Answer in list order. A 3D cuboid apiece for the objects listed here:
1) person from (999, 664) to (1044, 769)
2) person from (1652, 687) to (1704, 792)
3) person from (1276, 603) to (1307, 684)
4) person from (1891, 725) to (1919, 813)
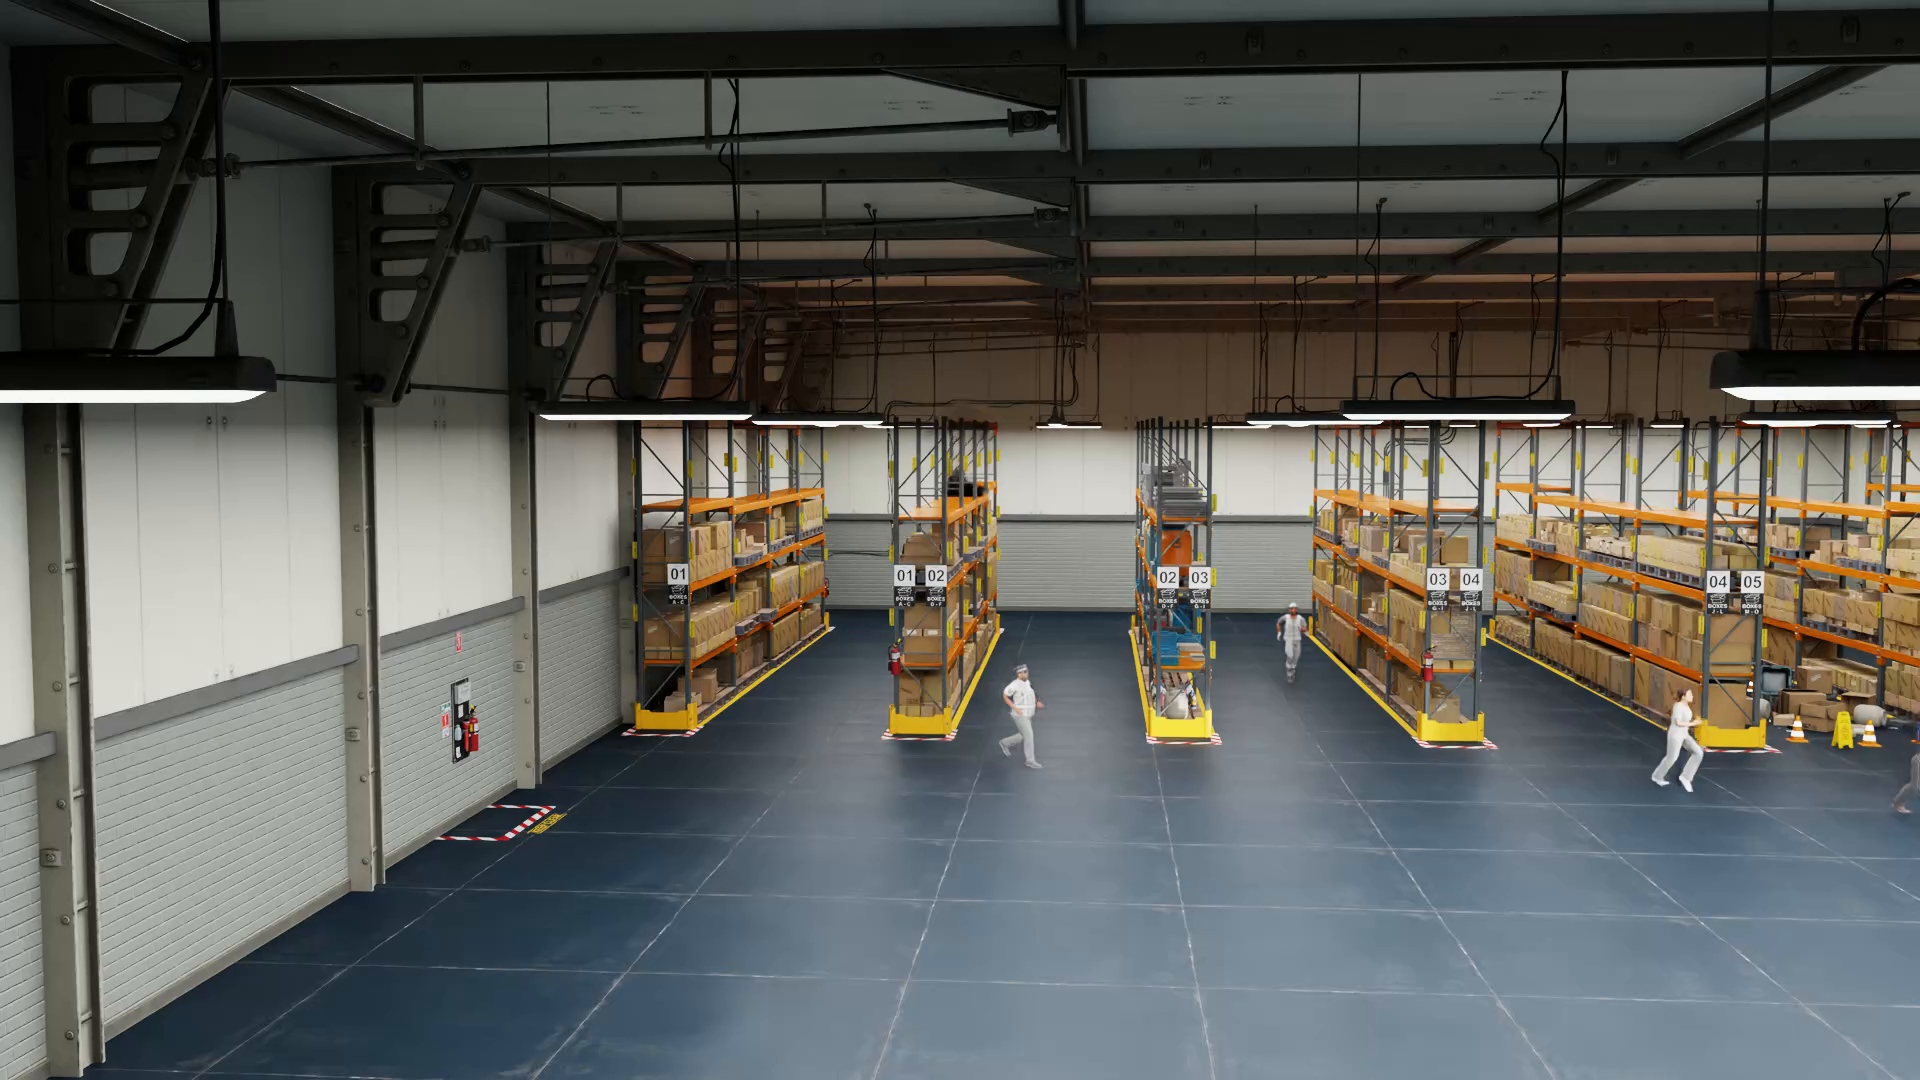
[{"bbox_3d":[1.033,2.996,28.450,0.895,1.784,0.663,2,4,28],"label":"person"},{"bbox_3d":[11.442,3.158,26.507,0.812,1.673,0.588,4,5,44],"label":"person"},{"bbox_3d":[7.592,2.349,37.985,0.644,1.846,0.776,0,4,-4],"label":"person"},{"bbox_3d":[14.225,3.303,24.550,0.599,1.683,0.831,-3,5,-42],"label":"person"}]
